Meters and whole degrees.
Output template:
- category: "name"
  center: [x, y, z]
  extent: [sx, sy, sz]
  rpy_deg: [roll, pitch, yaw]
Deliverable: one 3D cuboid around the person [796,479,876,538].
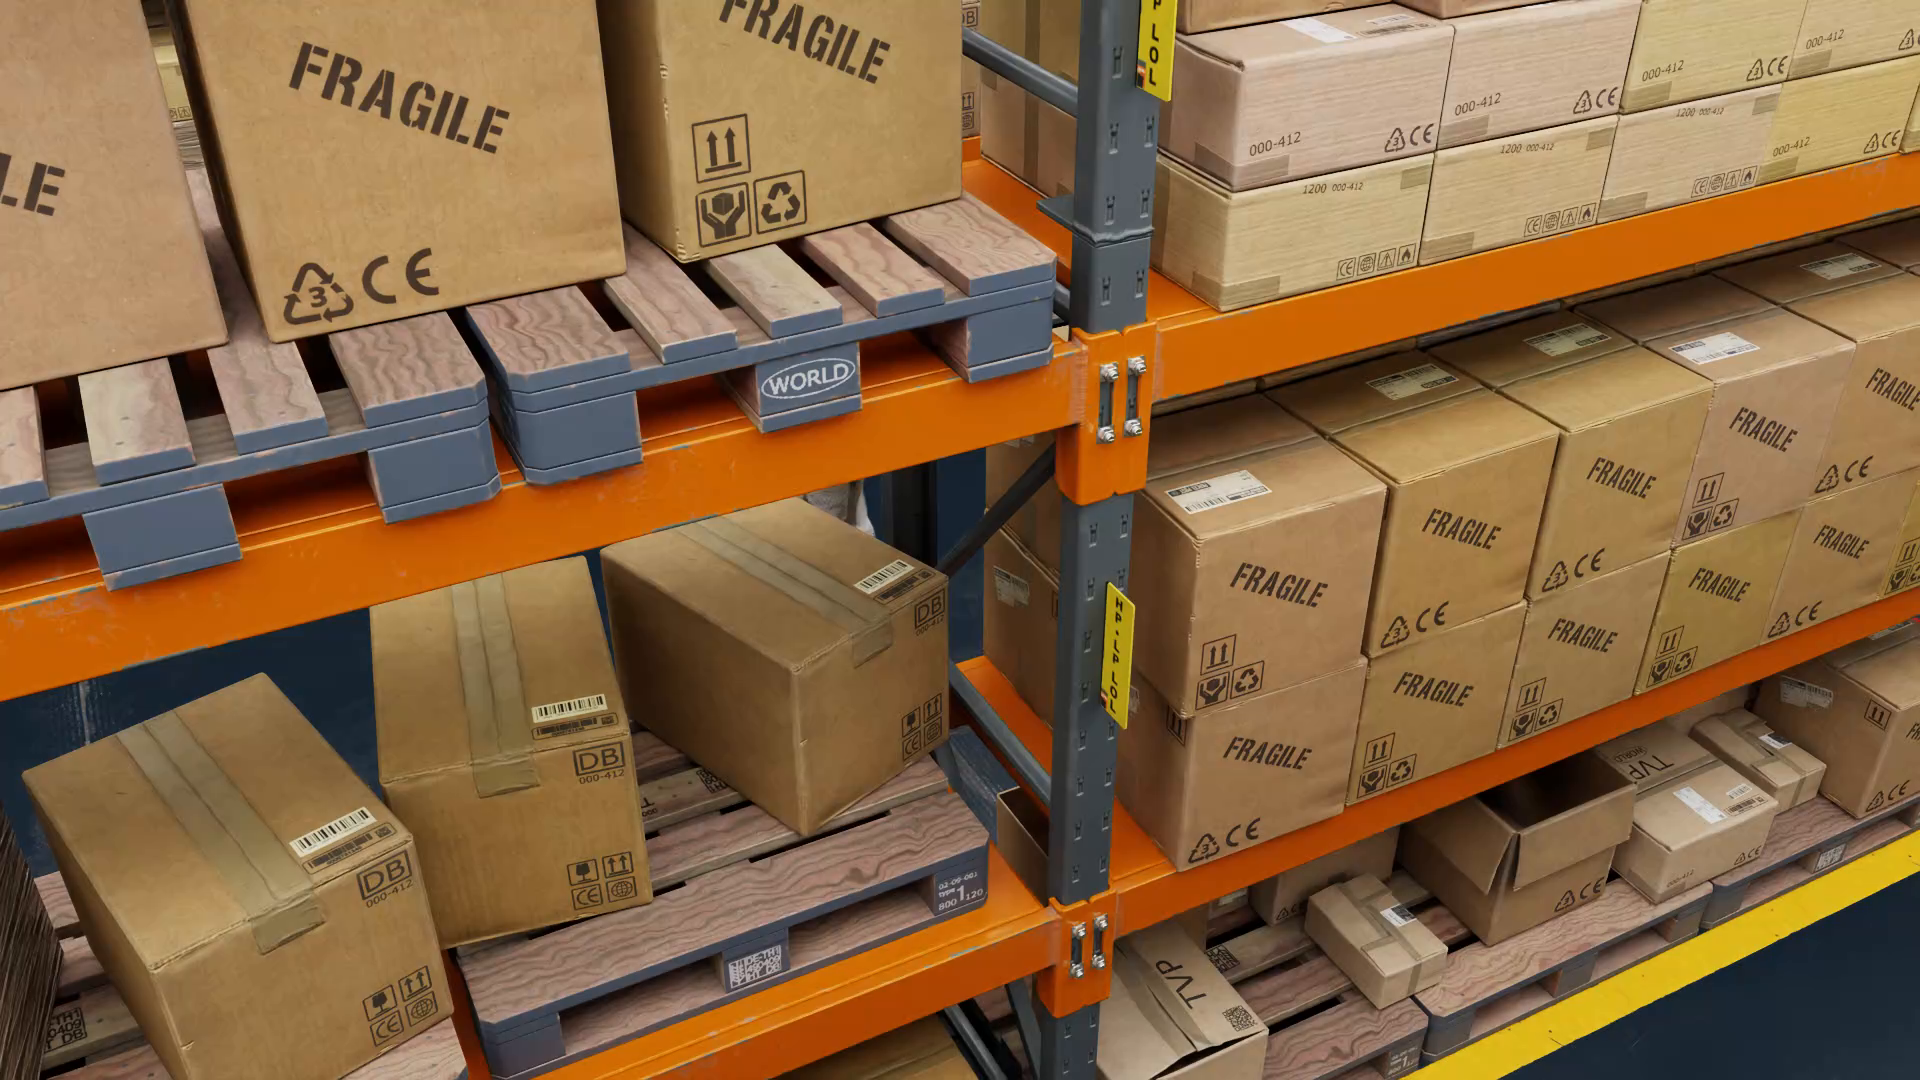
- category: "person"
  center: [-0.564, 0.089, 6.067]
  extent: [0.517, 1.695, 0.584]
  rpy_deg: [-15, 36, -22]
